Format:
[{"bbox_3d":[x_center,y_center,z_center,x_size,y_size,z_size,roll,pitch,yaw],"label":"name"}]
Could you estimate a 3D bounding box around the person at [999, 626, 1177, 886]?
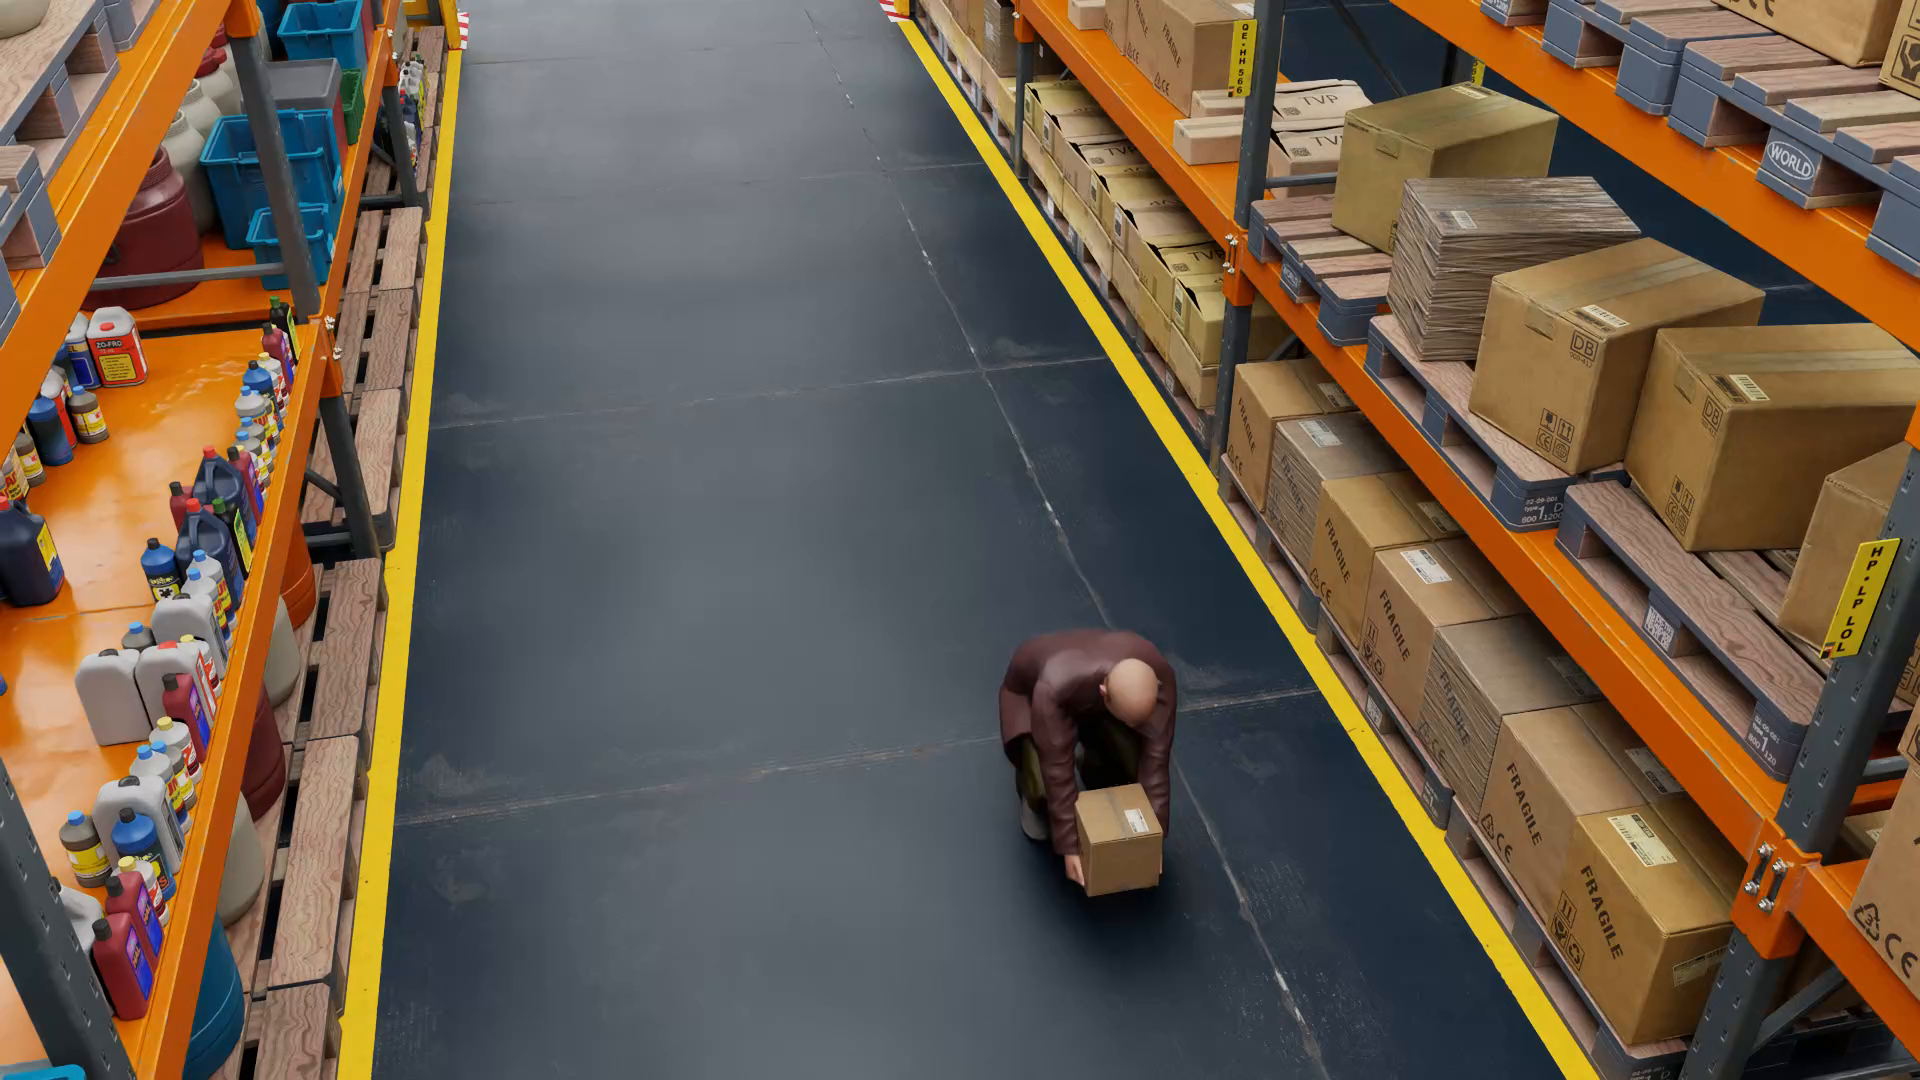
[{"bbox_3d":[0.448,0.679,5.847,0.577,1.001,0.936,-8,35,-12],"label":"person"}]
